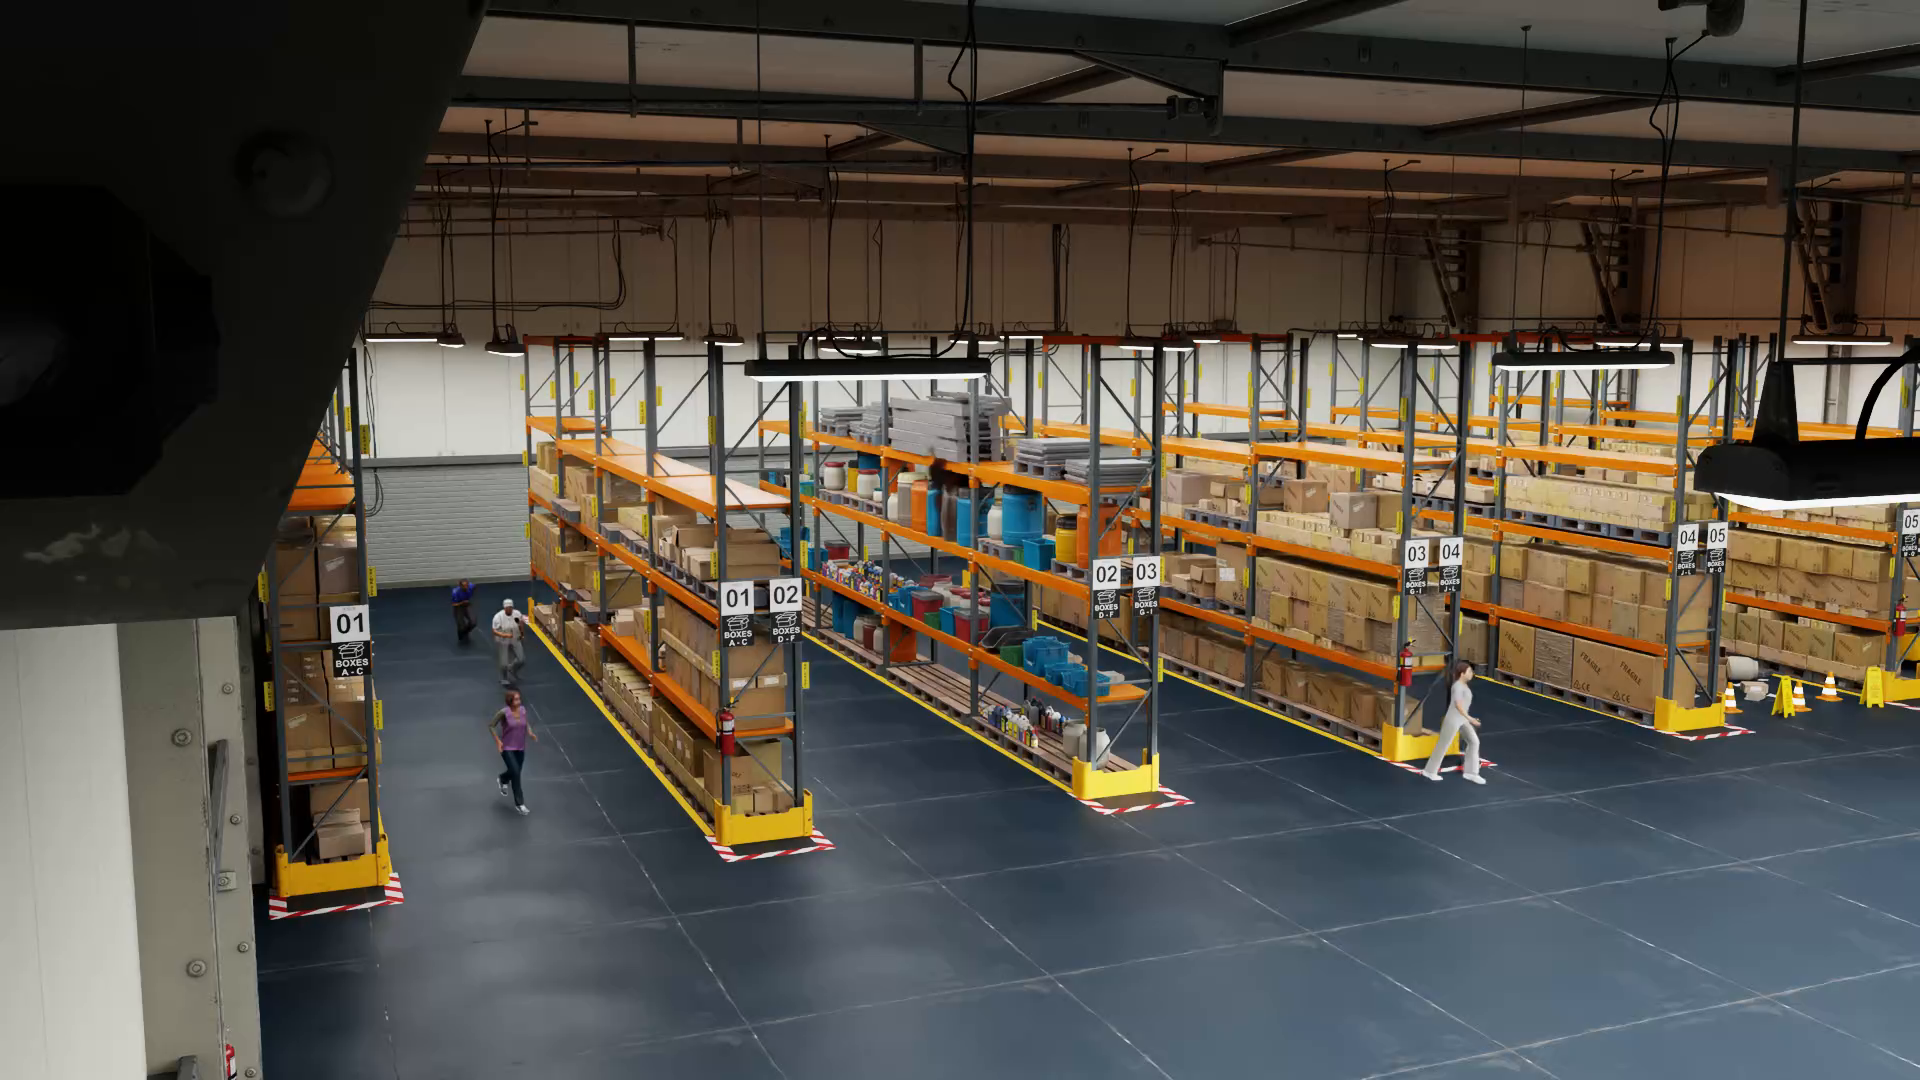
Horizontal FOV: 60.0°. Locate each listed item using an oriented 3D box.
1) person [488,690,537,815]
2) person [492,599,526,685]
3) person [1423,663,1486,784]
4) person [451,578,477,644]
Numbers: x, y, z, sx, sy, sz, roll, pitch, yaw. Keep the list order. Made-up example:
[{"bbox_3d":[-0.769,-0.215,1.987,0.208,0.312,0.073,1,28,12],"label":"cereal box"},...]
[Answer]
[{"bbox_3d":[-5.833,2.705,21.526,0.840,1.598,0.519,7,11,44],"label":"person"},{"bbox_3d":[-7.771,1.761,28.685,0.605,1.555,0.768,-5,9,-32],"label":"person"},{"bbox_3d":[6.764,2.477,22.628,0.810,1.647,0.515,4,9,27],"label":"person"},{"bbox_3d":[-9.600,1.367,32.224,0.586,1.375,0.962,-5,9,-35],"label":"person"}]
